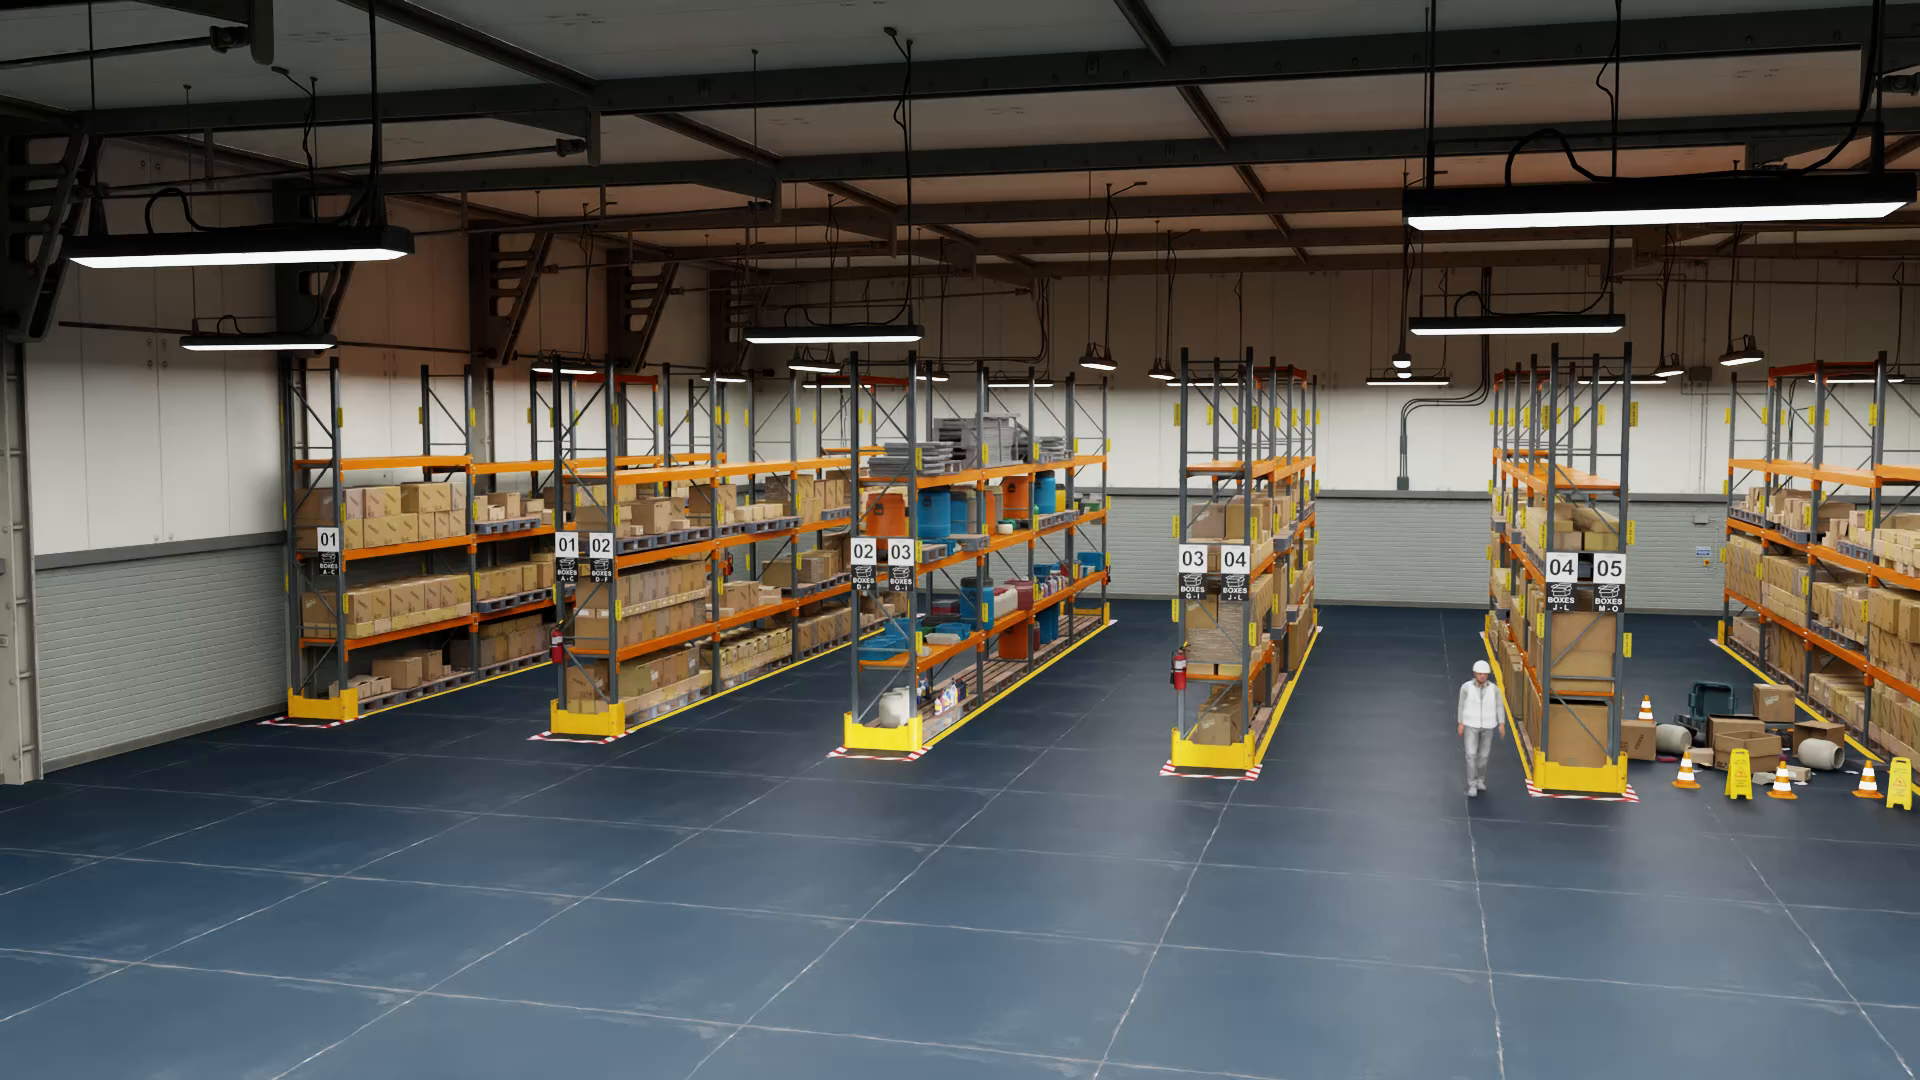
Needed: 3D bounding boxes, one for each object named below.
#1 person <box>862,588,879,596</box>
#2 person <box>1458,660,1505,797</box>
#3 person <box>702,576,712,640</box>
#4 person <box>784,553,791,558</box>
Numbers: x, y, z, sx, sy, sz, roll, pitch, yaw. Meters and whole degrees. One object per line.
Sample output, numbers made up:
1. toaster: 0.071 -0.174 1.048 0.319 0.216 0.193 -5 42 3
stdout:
1. person: -2.427 0.914 44.344 0.554 1.618 1.018 1 4 18
2. person: 6.948 2.485 22.126 0.586 1.765 0.711 1 4 8
3. person: -5.379 1.573 35.305 0.623 1.687 0.737 2 5 24
4. person: -4.246 1.156 41.010 0.443 1.679 0.517 -3 5 -32
